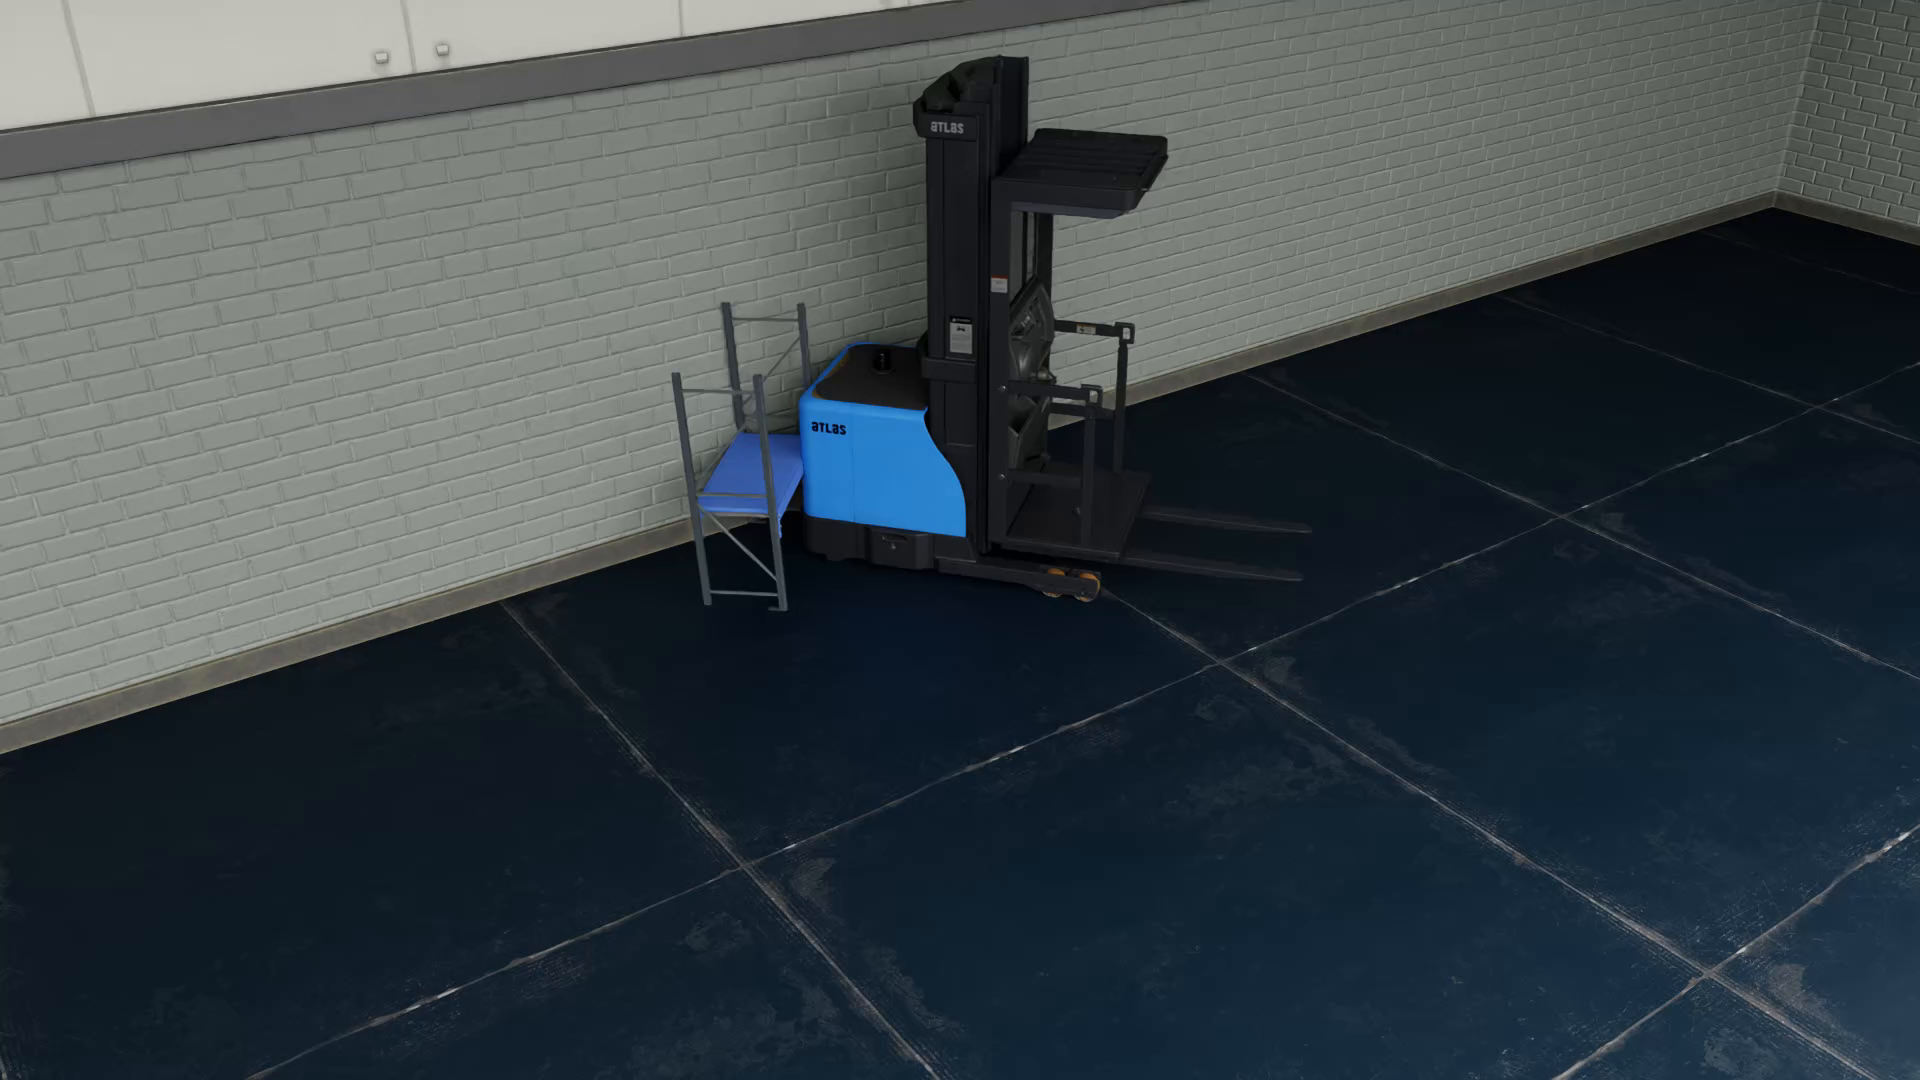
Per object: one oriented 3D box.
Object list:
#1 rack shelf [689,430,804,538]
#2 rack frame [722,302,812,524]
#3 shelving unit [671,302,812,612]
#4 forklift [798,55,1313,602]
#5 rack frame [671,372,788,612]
[{"bbox_3d":[-1.204,-0.347,9.907,0.538,0.185,1.000,2,30,9],"label":"rack shelf"},{"bbox_3d":[-1.136,-0.757,10.251,0.500,1.500,0.032,2,30,9],"label":"rack frame"},{"bbox_3d":[-1.212,-0.503,9.818,0.538,1.500,1.048,2,30,9],"label":"shelving unit"},{"bbox_3d":[0.605,-1.208,9.629,3.031,2.935,1.130,8,29,14],"label":"forklift"},{"bbox_3d":[-1.288,-0.249,9.384,0.500,1.500,0.032,2,30,9],"label":"rack frame"}]
